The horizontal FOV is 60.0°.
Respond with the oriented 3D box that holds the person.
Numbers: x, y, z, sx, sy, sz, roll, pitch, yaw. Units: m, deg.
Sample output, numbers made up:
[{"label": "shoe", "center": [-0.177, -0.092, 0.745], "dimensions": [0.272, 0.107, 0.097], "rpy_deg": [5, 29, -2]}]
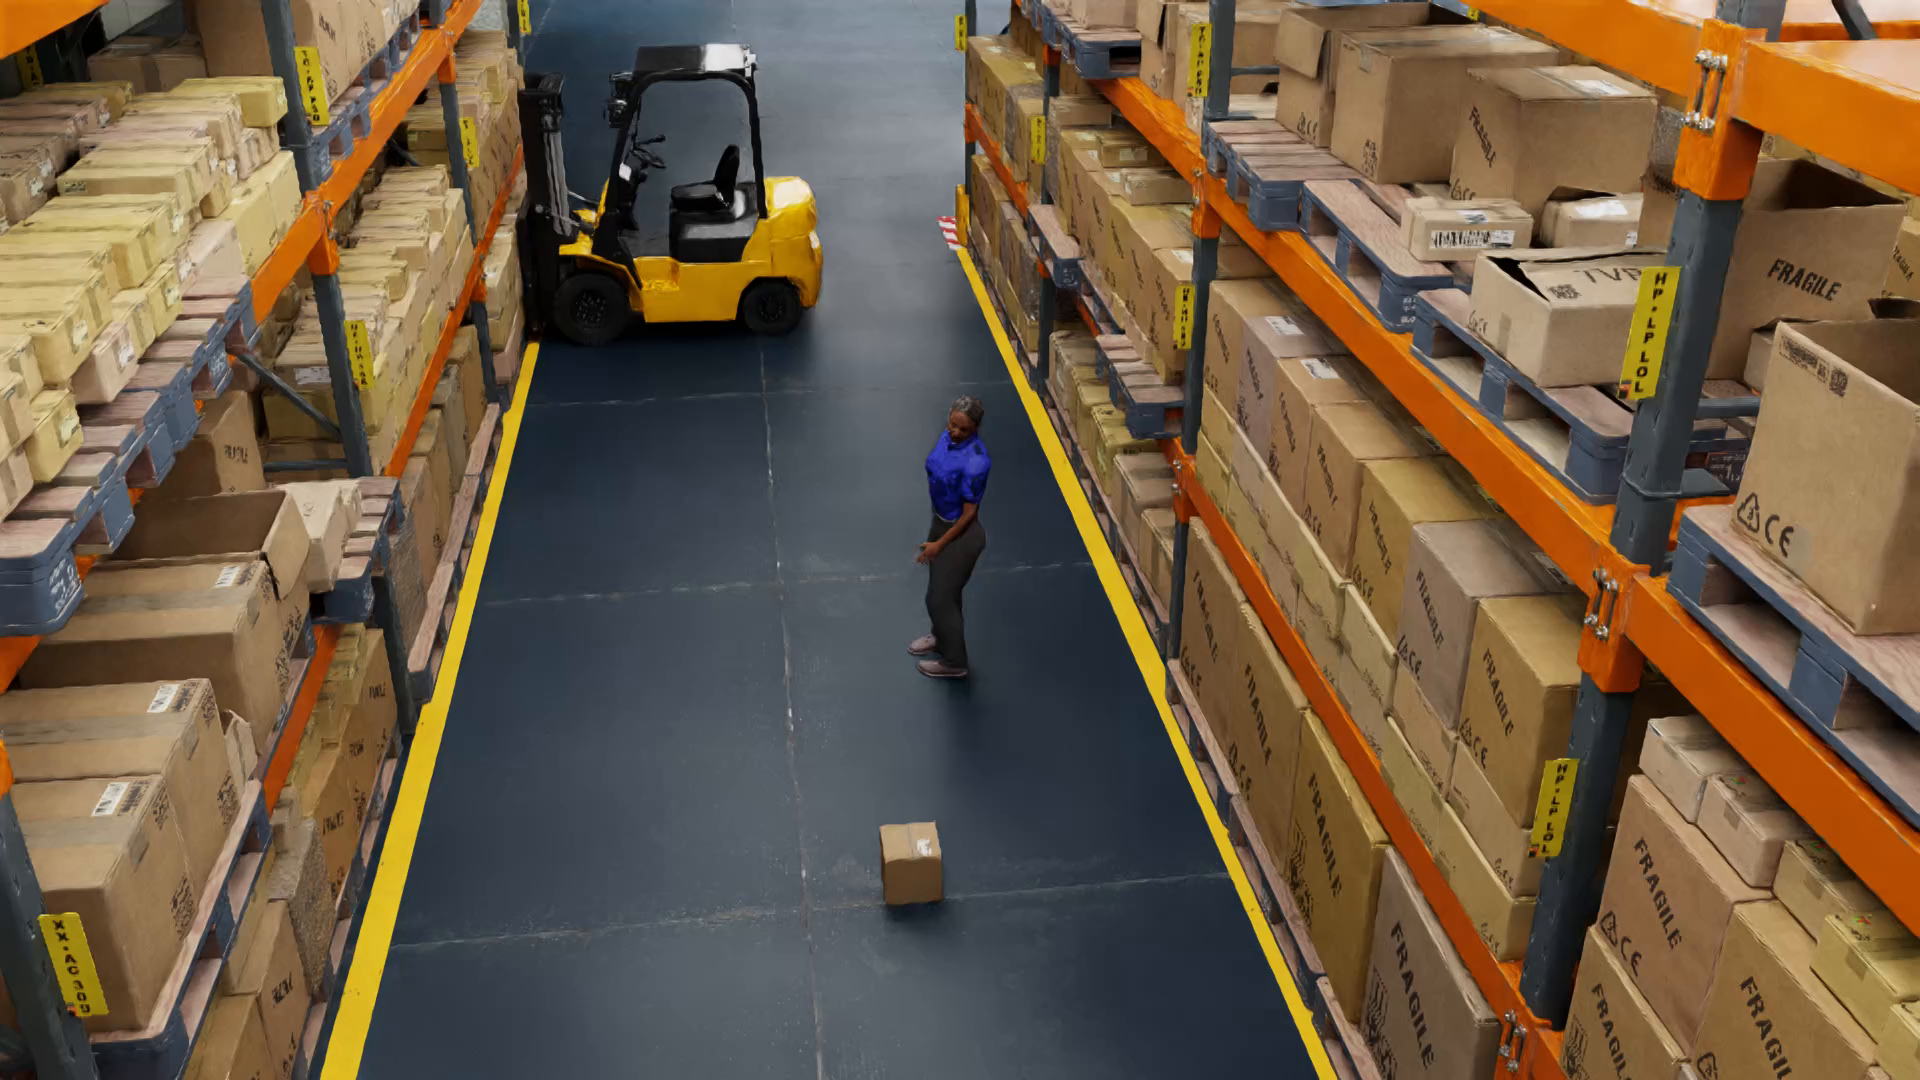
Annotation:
[{"label": "person", "center": [-0.083, -0.032, 8.711], "dimensions": [0.398, 1.648, 0.557], "rpy_deg": [-9, 29, -17]}]
